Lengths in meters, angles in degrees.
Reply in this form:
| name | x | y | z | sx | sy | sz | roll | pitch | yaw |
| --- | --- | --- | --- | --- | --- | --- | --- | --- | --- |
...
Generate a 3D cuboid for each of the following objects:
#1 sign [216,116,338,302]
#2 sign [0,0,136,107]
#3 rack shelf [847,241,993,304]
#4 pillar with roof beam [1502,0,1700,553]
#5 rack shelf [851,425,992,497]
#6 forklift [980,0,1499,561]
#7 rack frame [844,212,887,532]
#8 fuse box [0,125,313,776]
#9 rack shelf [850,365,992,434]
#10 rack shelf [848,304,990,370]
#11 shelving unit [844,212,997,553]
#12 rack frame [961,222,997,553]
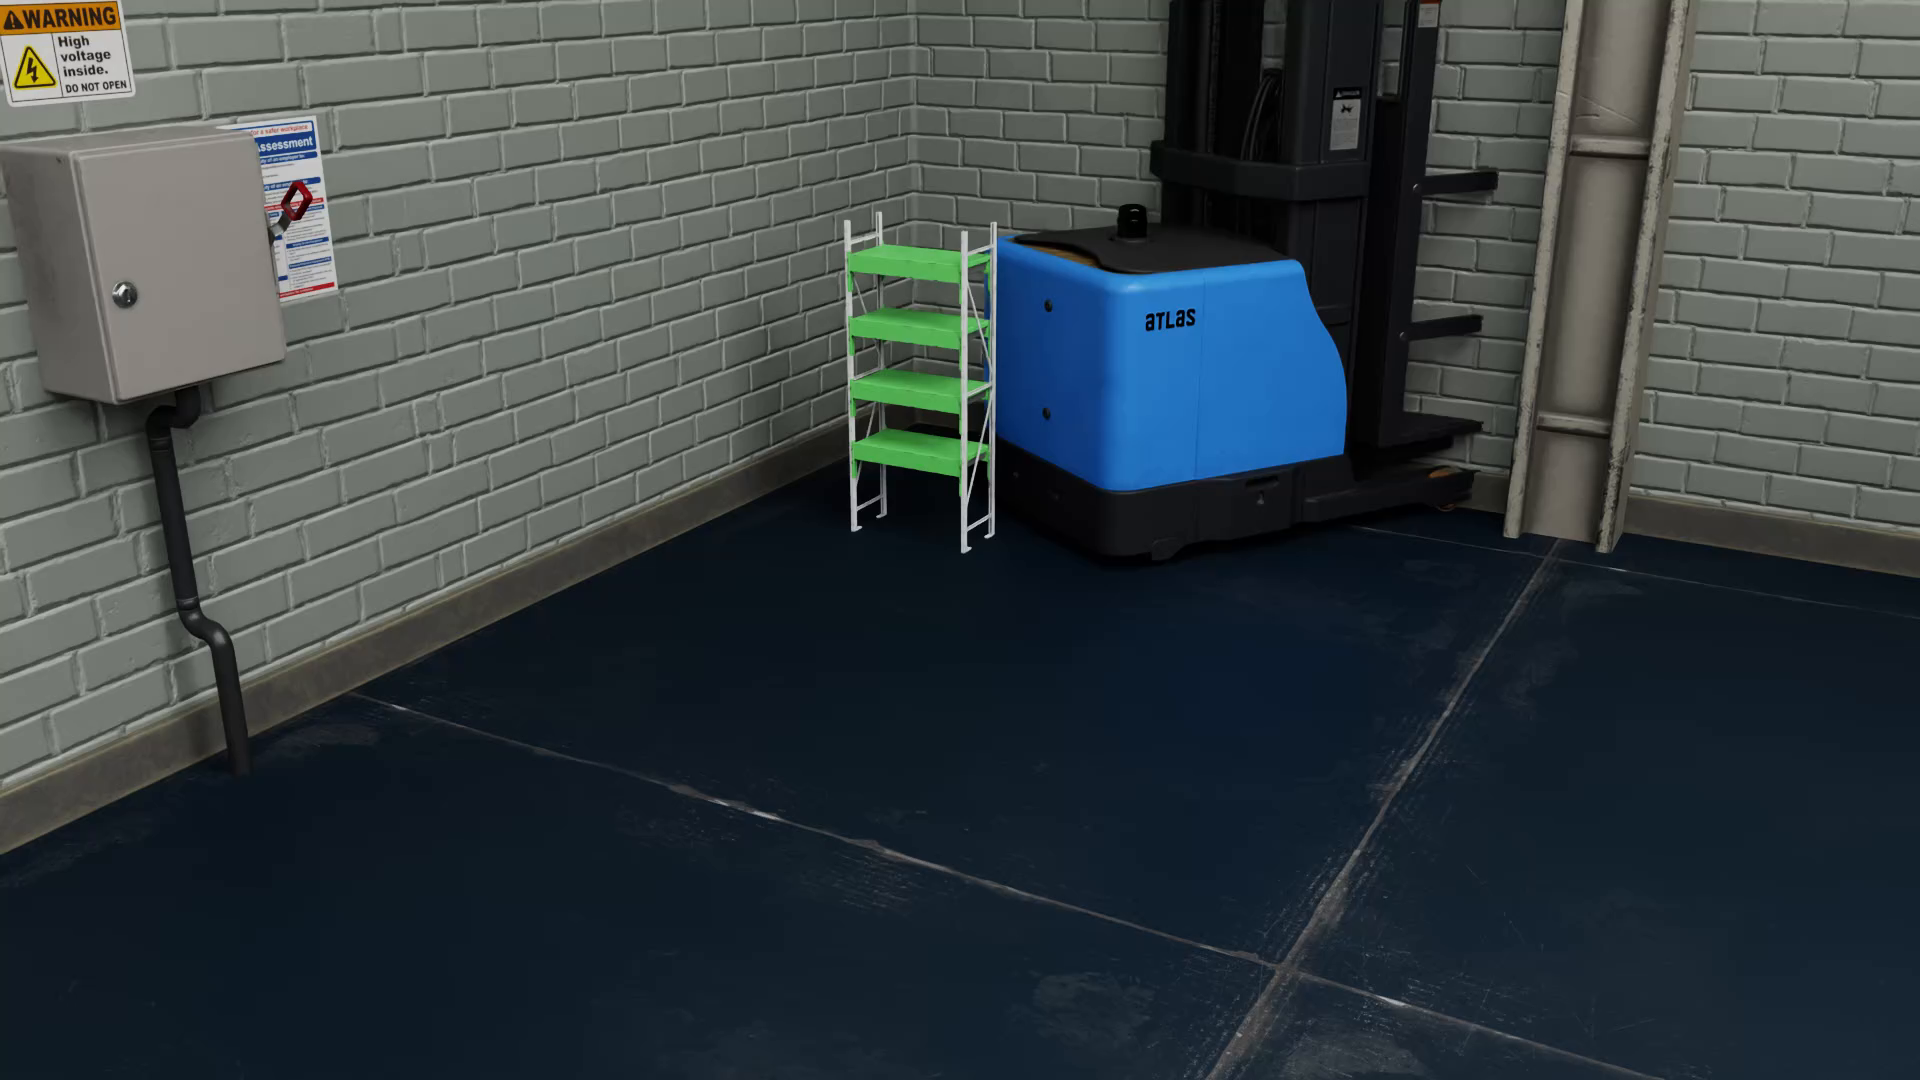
| name | x | y | z | sx | sy | sz | roll | pitch | yaw |
| --- | --- | --- | --- | --- | --- | --- | --- | --- | --- |
| sign | -1.889 | -0.911 | 4.618 | 0.001 | 0.494 | 0.329 | 11 | 23 | 27 |
| sign | -2.157 | -1.181 | 4.010 | 0.001 | 0.242 | 0.339 | 11 | 23 | 27 |
| rack shelf | -0.144 | -0.983 | 6.095 | 0.480 | 0.148 | 0.258 | 11 | 23 | 27 |
| pillar with roof beam | 0.237 | -2.976 | 1.374 | 0.400 | 9.000 | 9.100 | 11 | 23 | 27 |
| rack shelf | -0.144 | -0.306 | 6.340 | 0.480 | 0.148 | 0.258 | 11 | 23 | 27 |
| forklift | 1.627 | -1.639 | 6.584 | 3.031 | 2.935 | 1.130 | -10 | 22 | -26 |
| rack frame | -0.358 | -0.632 | 6.348 | 0.015 | 1.200 | 0.240 | 11 | 23 | 27 |
| fuse box | -1.949 | -0.169 | 4.321 | 0.414 | 1.711 | 0.539 | 11 | 23 | 27 |
| rack shelf | -0.144 | -0.532 | 6.258 | 0.480 | 0.148 | 0.258 | 11 | 23 | 27 |
| rack shelf | -0.144 | -0.757 | 6.176 | 0.480 | 0.148 | 0.258 | 11 | 23 | 27 |
| shelving unit | -0.144 | -0.592 | 6.236 | 0.503 | 1.200 | 0.258 | 11 | 23 | 27 |
| rack frame | 0.069 | -0.551 | 6.125 | 0.015 | 1.200 | 0.240 | 11 | 23 | 27 |
